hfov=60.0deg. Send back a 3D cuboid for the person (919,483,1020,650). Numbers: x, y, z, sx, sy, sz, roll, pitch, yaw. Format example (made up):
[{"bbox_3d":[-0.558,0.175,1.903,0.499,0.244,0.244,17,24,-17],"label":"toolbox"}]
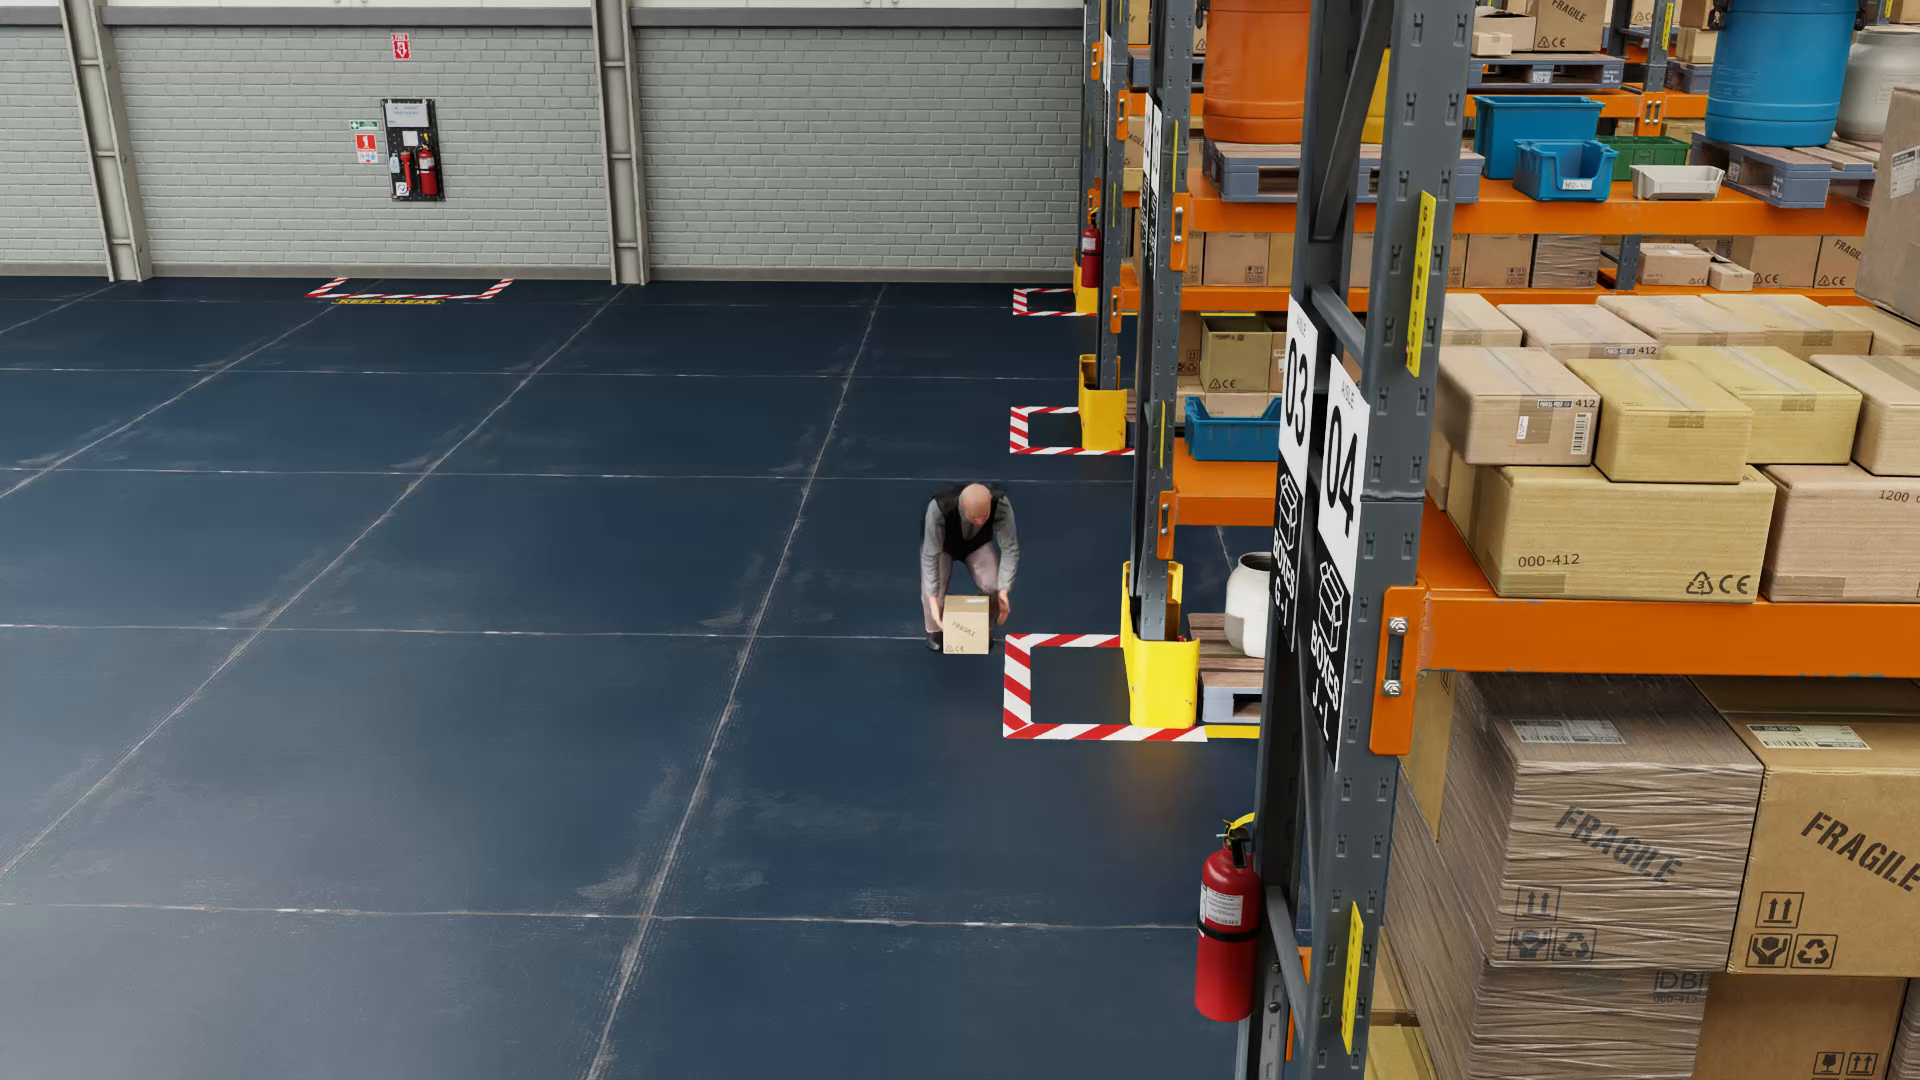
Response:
[{"bbox_3d":[0.044,0.111,9.667,0.565,1.128,0.819,-2,21,-5],"label":"person"}]
